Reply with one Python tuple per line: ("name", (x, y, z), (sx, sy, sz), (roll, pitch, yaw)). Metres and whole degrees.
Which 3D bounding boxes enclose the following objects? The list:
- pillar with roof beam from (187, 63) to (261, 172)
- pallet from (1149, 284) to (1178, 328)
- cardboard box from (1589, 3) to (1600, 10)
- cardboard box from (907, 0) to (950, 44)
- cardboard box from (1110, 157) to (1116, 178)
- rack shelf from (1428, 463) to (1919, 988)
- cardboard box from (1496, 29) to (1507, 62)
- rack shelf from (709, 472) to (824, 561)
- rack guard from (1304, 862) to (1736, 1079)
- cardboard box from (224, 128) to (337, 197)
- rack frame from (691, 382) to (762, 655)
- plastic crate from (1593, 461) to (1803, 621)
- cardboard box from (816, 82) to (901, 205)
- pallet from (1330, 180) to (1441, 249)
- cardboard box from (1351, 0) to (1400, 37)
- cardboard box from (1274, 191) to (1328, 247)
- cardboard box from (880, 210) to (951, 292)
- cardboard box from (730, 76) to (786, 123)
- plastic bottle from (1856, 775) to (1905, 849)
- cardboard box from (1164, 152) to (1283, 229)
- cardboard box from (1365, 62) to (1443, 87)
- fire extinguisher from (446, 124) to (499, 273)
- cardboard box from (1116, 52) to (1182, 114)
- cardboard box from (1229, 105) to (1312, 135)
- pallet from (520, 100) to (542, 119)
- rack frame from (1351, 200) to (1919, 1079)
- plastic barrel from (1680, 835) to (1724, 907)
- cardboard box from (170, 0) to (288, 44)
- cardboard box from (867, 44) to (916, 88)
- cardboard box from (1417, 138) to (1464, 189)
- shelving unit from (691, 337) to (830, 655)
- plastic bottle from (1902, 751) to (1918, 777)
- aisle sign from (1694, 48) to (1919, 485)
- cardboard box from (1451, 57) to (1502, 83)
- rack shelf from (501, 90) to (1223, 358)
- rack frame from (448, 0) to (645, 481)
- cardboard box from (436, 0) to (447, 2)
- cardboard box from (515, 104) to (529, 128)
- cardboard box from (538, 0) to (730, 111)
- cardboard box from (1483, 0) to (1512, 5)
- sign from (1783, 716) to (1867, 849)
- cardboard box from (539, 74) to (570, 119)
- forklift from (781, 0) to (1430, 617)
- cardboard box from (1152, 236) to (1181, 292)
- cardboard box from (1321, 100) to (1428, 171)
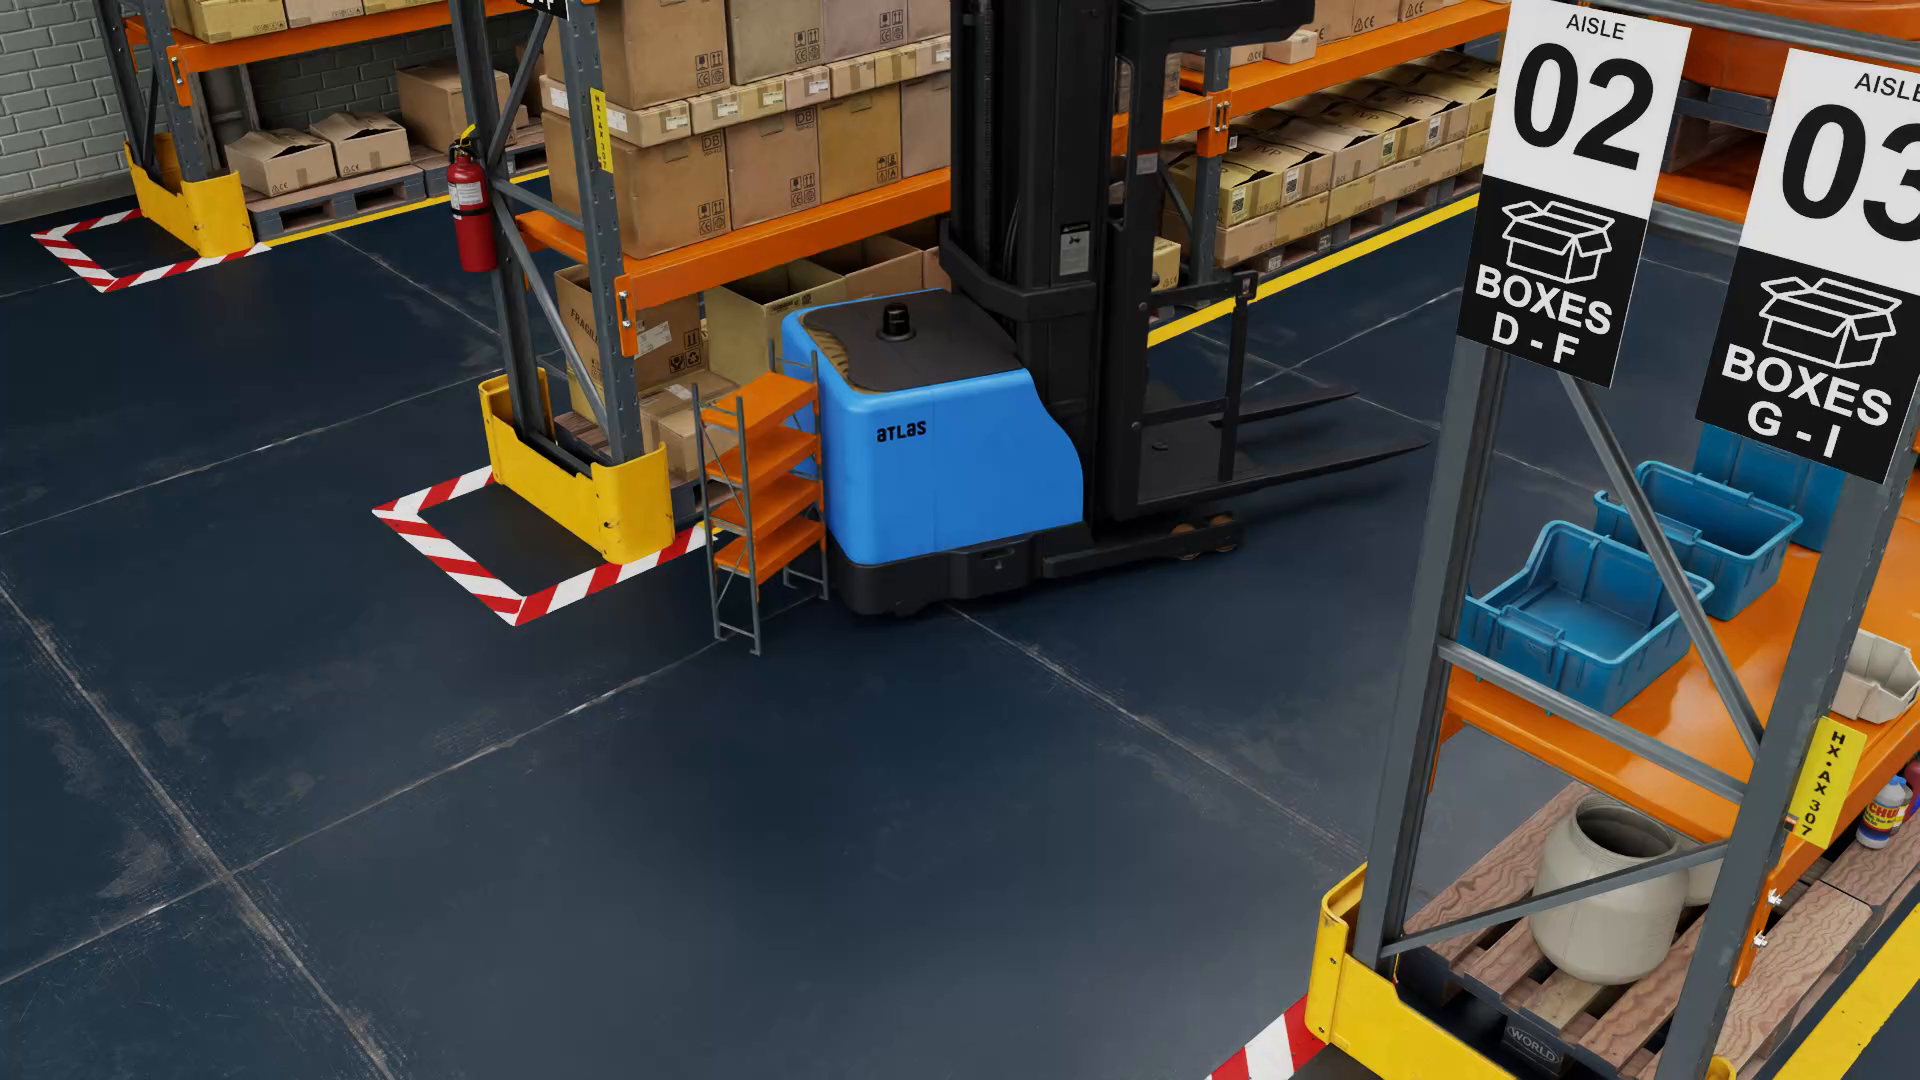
("pillar with roof beam", (-2.322, -4.831, 7.024), (0.400, 9.000, 9.100), (-26, 40, -35))
("pallet", (0.518, -1.409, 9.851), (1.213, 0.211, 1.003), (-26, 40, -35))
("cardboard box", (4.627, -4.167, 12.946), (0.500, 0.250, 0.500), (-24, 39, -34))
("cardboard box", (-0.296, -2.767, 8.060), (0.500, 0.500, 0.700), (-26, 40, -35))
("cardboard box", (0.576, -2.146, 9.898), (0.500, 0.500, 0.500), (-26, 40, -35))
("rack shelf", (3.028, 0.048, 5.486), (4.000, 0.370, 1.077), (-26, 40, -35))
("cardboard box", (4.589, -3.826, 13.106), (0.500, 0.500, 0.500), (-24, 39, -34))
("rack shelf", (-0.808, -0.116, 6.918), (0.258, 0.148, 0.480), (18, 36, 27))
("rack guard", (1.585, 1.472, 4.863), (0.348, 0.500, 1.175), (-26, 40, -35))
("cardboard box", (-4.606, -2.591, 11.267), (0.500, 0.311, 0.500), (24, 39, 34))
("rack frame", (-0.936, -0.065, 6.706), (0.240, 1.200, 0.015), (18, 36, 27))
("plastic crate", (2.205, -0.006, 5.027), (0.408, 0.251, 0.499), (-26, 40, -35))
("cardboard box", (-0.703, -2.011, 8.067), (0.500, 0.500, 0.700), (-26, 40, -35))
("pallet", (2.538, -2.386, 11.449), (1.213, 0.211, 1.003), (-26, 40, -35))
("cardboard box", (2.457, -3.538, 10.564), (0.500, 0.500, 0.500), (-26, 40, -35))
("cardboard box", (1.969, -2.100, 10.541), (0.500, 0.250, 0.500), (-25, 39, -34))
("cardboard box", (-0.158, -1.408, 8.691), (0.500, 0.500, 0.500), (-26, 40, -35))
("cardboard box", (-0.994, -2.004, 7.435), (0.250, 0.149, 0.380), (-26, 40, -35))
("plastic bottle", (3.103, 0.903, 5.591), (0.097, 0.271, 0.097), (0, 31, 0))
("cardboard box", (1.602, -2.161, 10.104), (0.500, 0.311, 0.500), (-26, 40, -35))
("cardboard box", (3.099, -3.266, 11.911), (0.500, 0.311, 0.500), (-27, 40, -37))
("fire extinguisher", (-2.206, -1.548, 7.481), (0.183, 0.674, 0.296), (-26, 40, -35))
("cardboard box", (0.808, -2.747, 9.272), (0.500, 0.500, 0.700), (-27, 41, -37))
("cardboard box", (1.976, -2.726, 11.028), (0.500, 0.311, 0.500), (-26, 40, -36))
("pallet", (-2.710, -3.317, 12.972), (1.213, 0.211, 1.003), (-26, 40, -35))
("rack frame", (1.561, 0.451, 4.138), (0.127, 3.000, 1.000), (-26, 40, -35))
("plastic barrel", (2.360, 0.892, 5.398), (0.421, 0.512, 0.421), (0, 31, 0))
("cardboard box", (-4.601, -3.335, 10.454), (0.500, 0.250, 0.500), (-27, 41, -37))
("cardboard box", (-0.427, -2.279, 7.885), (0.250, 0.149, 0.380), (-26, 40, -36))
("cardboard box", (3.096, -2.648, 11.438), (0.500, 0.250, 0.500), (-25, 39, -34))
("shelving unit", (-0.808, -0.173, 6.883), (0.258, 1.200, 0.503), (18, 36, 27))
("plastic bottle", (3.354, 0.781, 5.790), (0.097, 0.271, 0.097), (0, 31, 0))
("aisle sign", (1.708, -0.521, 3.235), (0.004, 0.787, 0.394), (-26, 40, -35))
("cardboard box", (3.846, -3.249, 11.883), (0.500, 0.311, 0.500), (-25, 39, -34))
("rack shelf", (-0.337, -1.848, 8.586), (4.000, 0.370, 1.077), (-26, 40, -35))
("rack frame", (-1.804, -1.446, 7.239), (0.127, 3.000, 1.000), (-26, 40, -35))
("cardboard box", (-3.480, -3.882, 11.348), (0.500, 0.250, 0.500), (-25, 40, -35))
("cardboard box", (-3.428, -3.170, 12.369), (0.380, 0.149, 0.250), (26, 40, 35))
("cardboard box", (-1.414, -2.221, 7.168), (0.500, 0.500, 0.700), (-26, 40, -35))
("cardboard box", (3.591, -3.751, 11.250), (0.250, 0.149, 0.380), (-26, 40, -35))
("sign", (1.932, 0.545, 3.719), (0.005, 0.325, 0.100), (-26, 40, -35))
("cardboard box", (-1.653, -1.973, 7.384), (0.250, 0.149, 0.380), (-27, 40, -36))
("forklift", (0.766, -1.402, 7.233), (3.031, 2.935, 1.130), (-12, 33, -19))
("cardboard box", (0.938, -1.622, 9.761), (0.500, 0.250, 0.500), (-26, 40, -35))
("cardboard box", (2.728, -2.707, 10.997), (0.500, 0.311, 0.500), (-25, 39, -34))
